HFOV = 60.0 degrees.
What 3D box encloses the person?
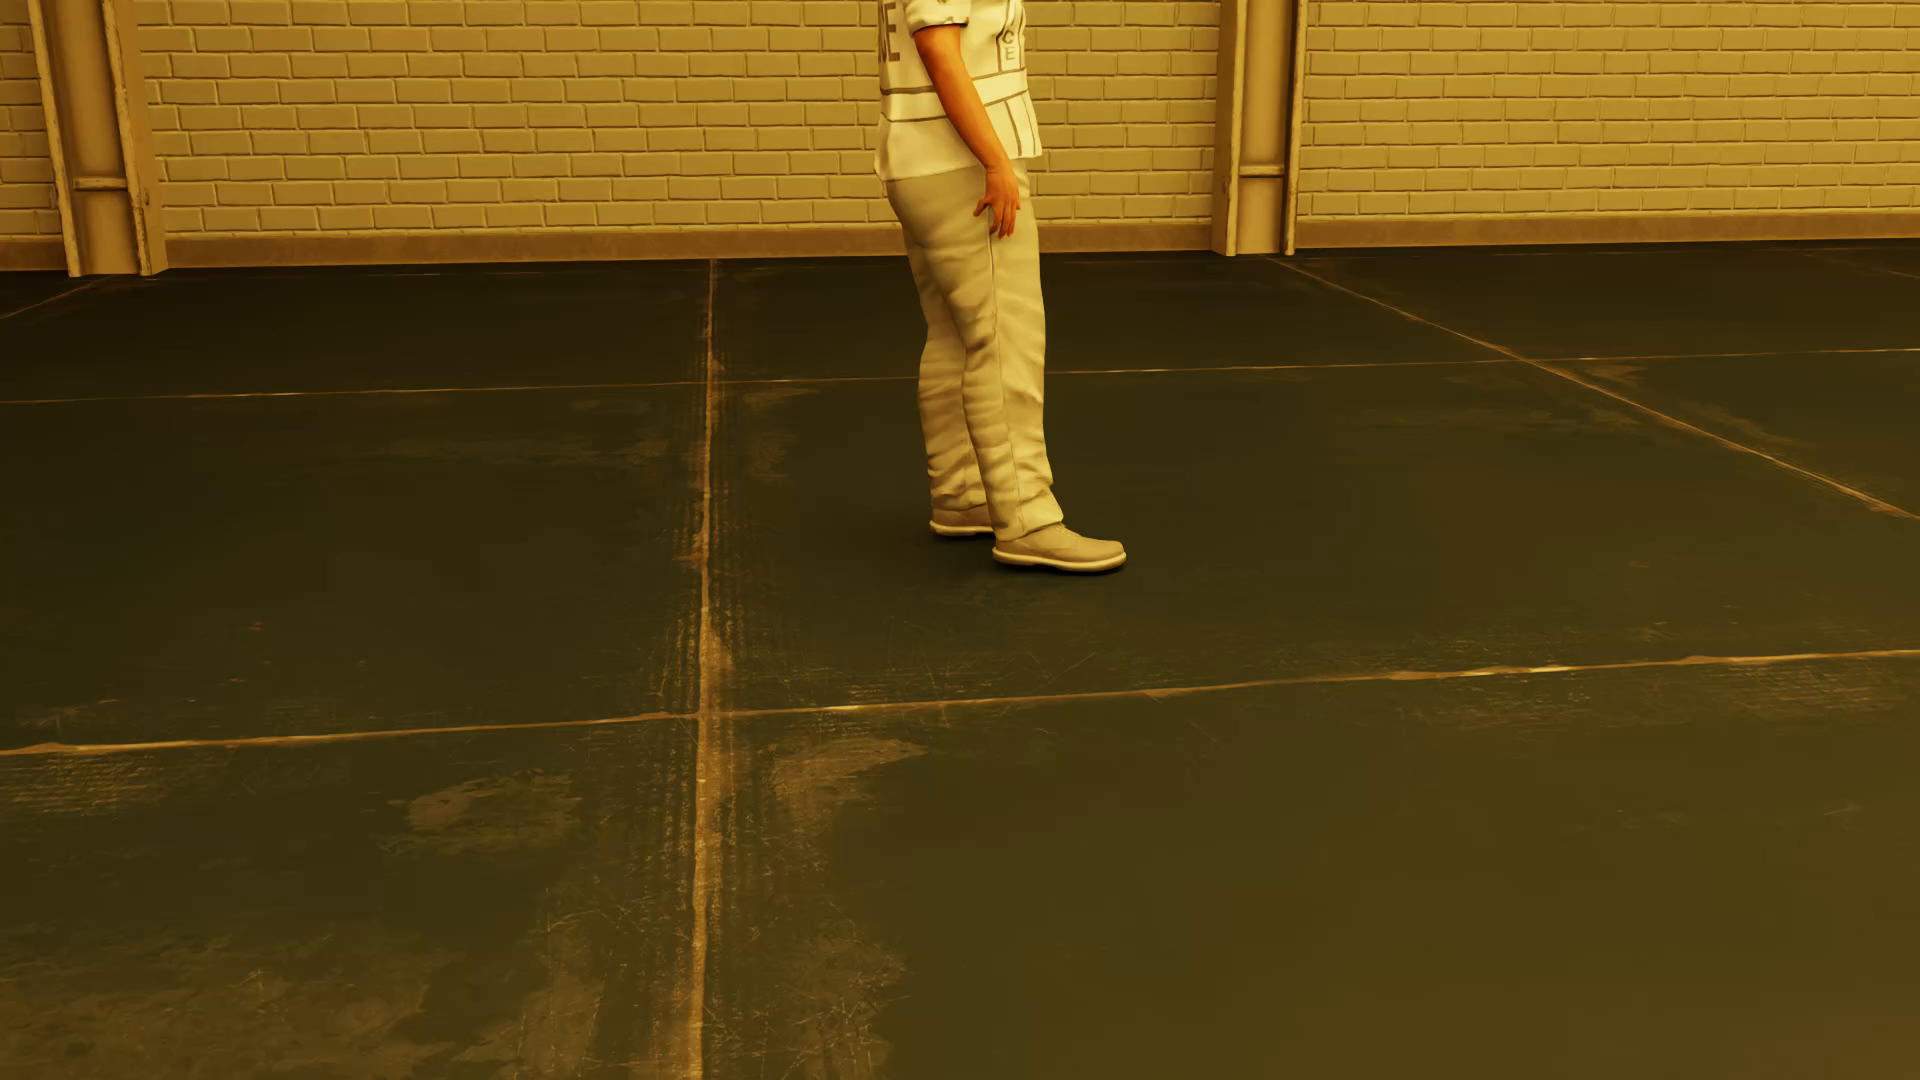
[{"bbox_3d":[0.079,-0.802,3.712,0.529,1.670,0.598,-2,17,-8],"label":"person"}]
